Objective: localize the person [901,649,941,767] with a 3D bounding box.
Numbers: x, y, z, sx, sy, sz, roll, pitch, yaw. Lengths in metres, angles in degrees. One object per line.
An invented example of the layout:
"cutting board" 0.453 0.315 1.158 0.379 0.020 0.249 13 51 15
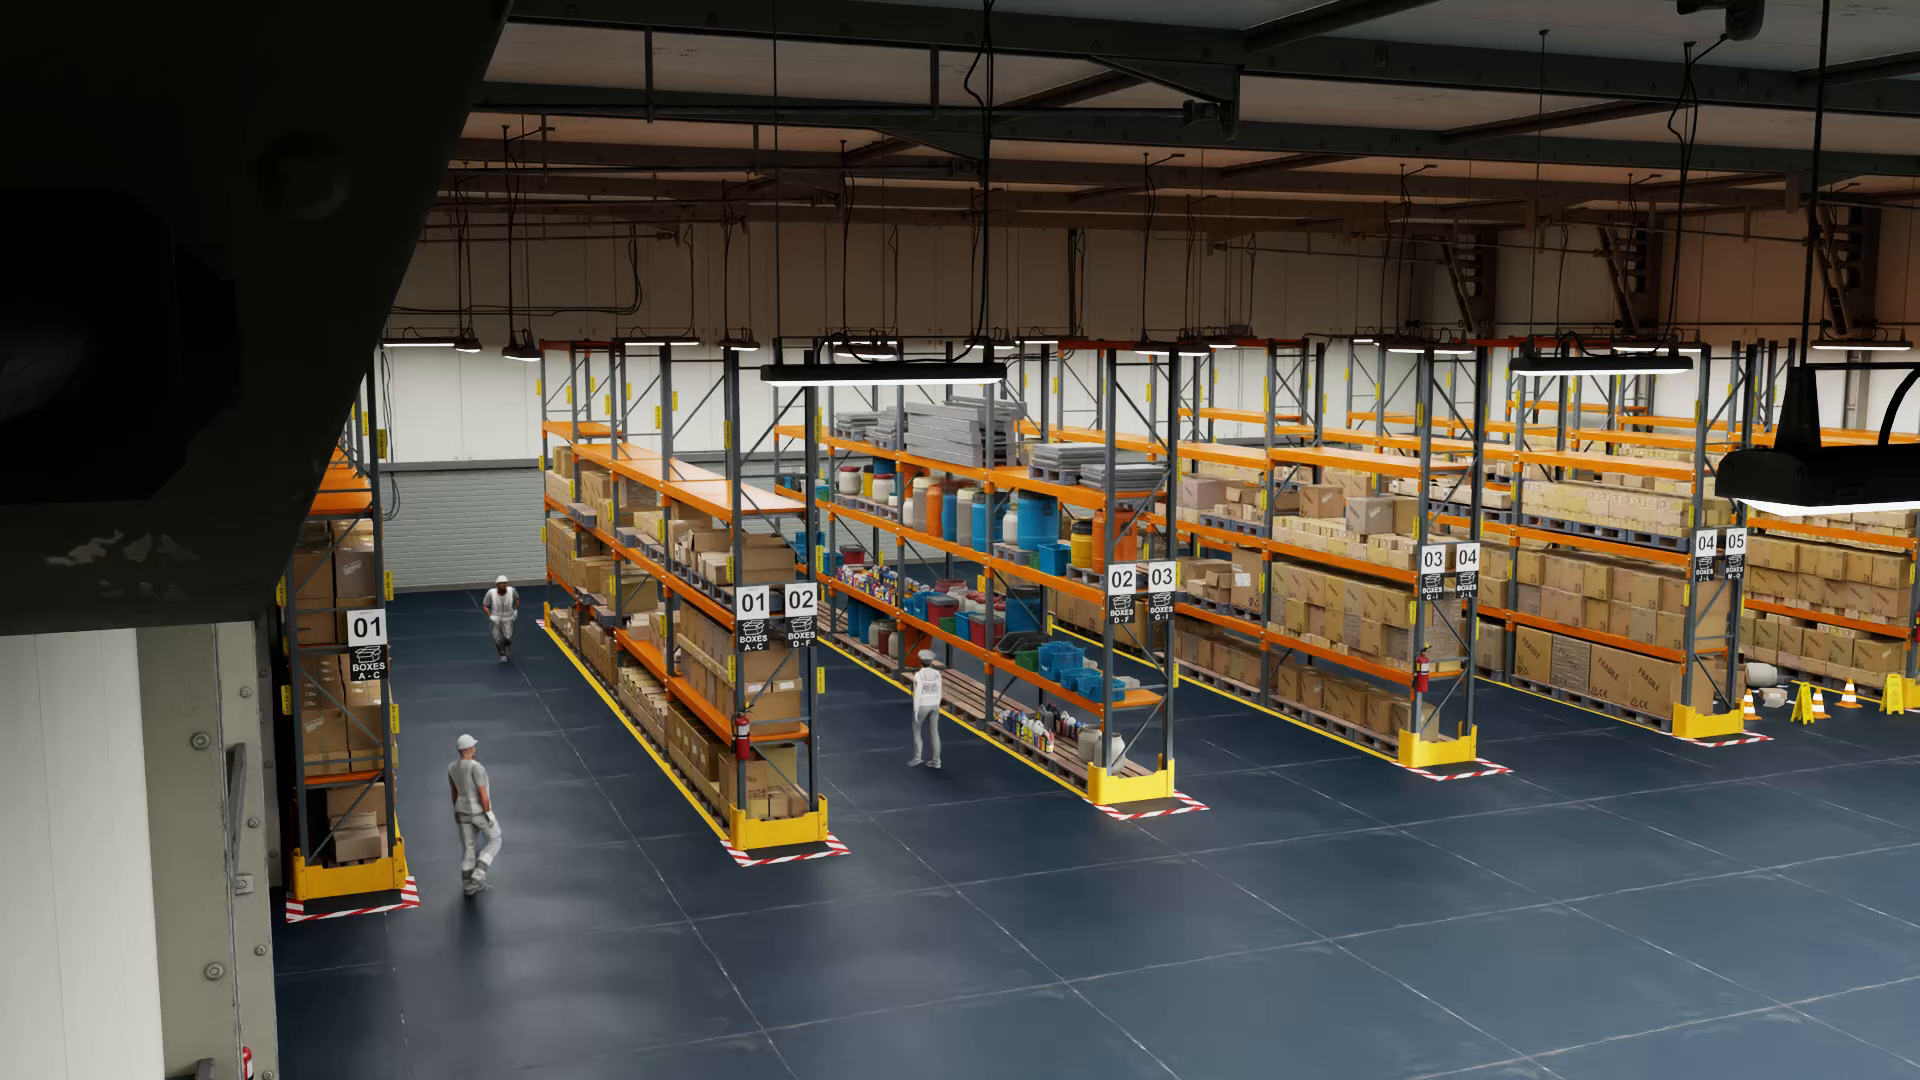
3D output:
"person" -0.510 2.414 23.867 0.527 1.696 0.762 -5 9 -31

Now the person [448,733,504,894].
"person" -5.429 3.034 18.564 0.650 1.765 0.458 3 8 20

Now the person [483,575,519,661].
"person" -8.534 1.467 30.982 0.642 1.687 0.772 -2 8 -12
